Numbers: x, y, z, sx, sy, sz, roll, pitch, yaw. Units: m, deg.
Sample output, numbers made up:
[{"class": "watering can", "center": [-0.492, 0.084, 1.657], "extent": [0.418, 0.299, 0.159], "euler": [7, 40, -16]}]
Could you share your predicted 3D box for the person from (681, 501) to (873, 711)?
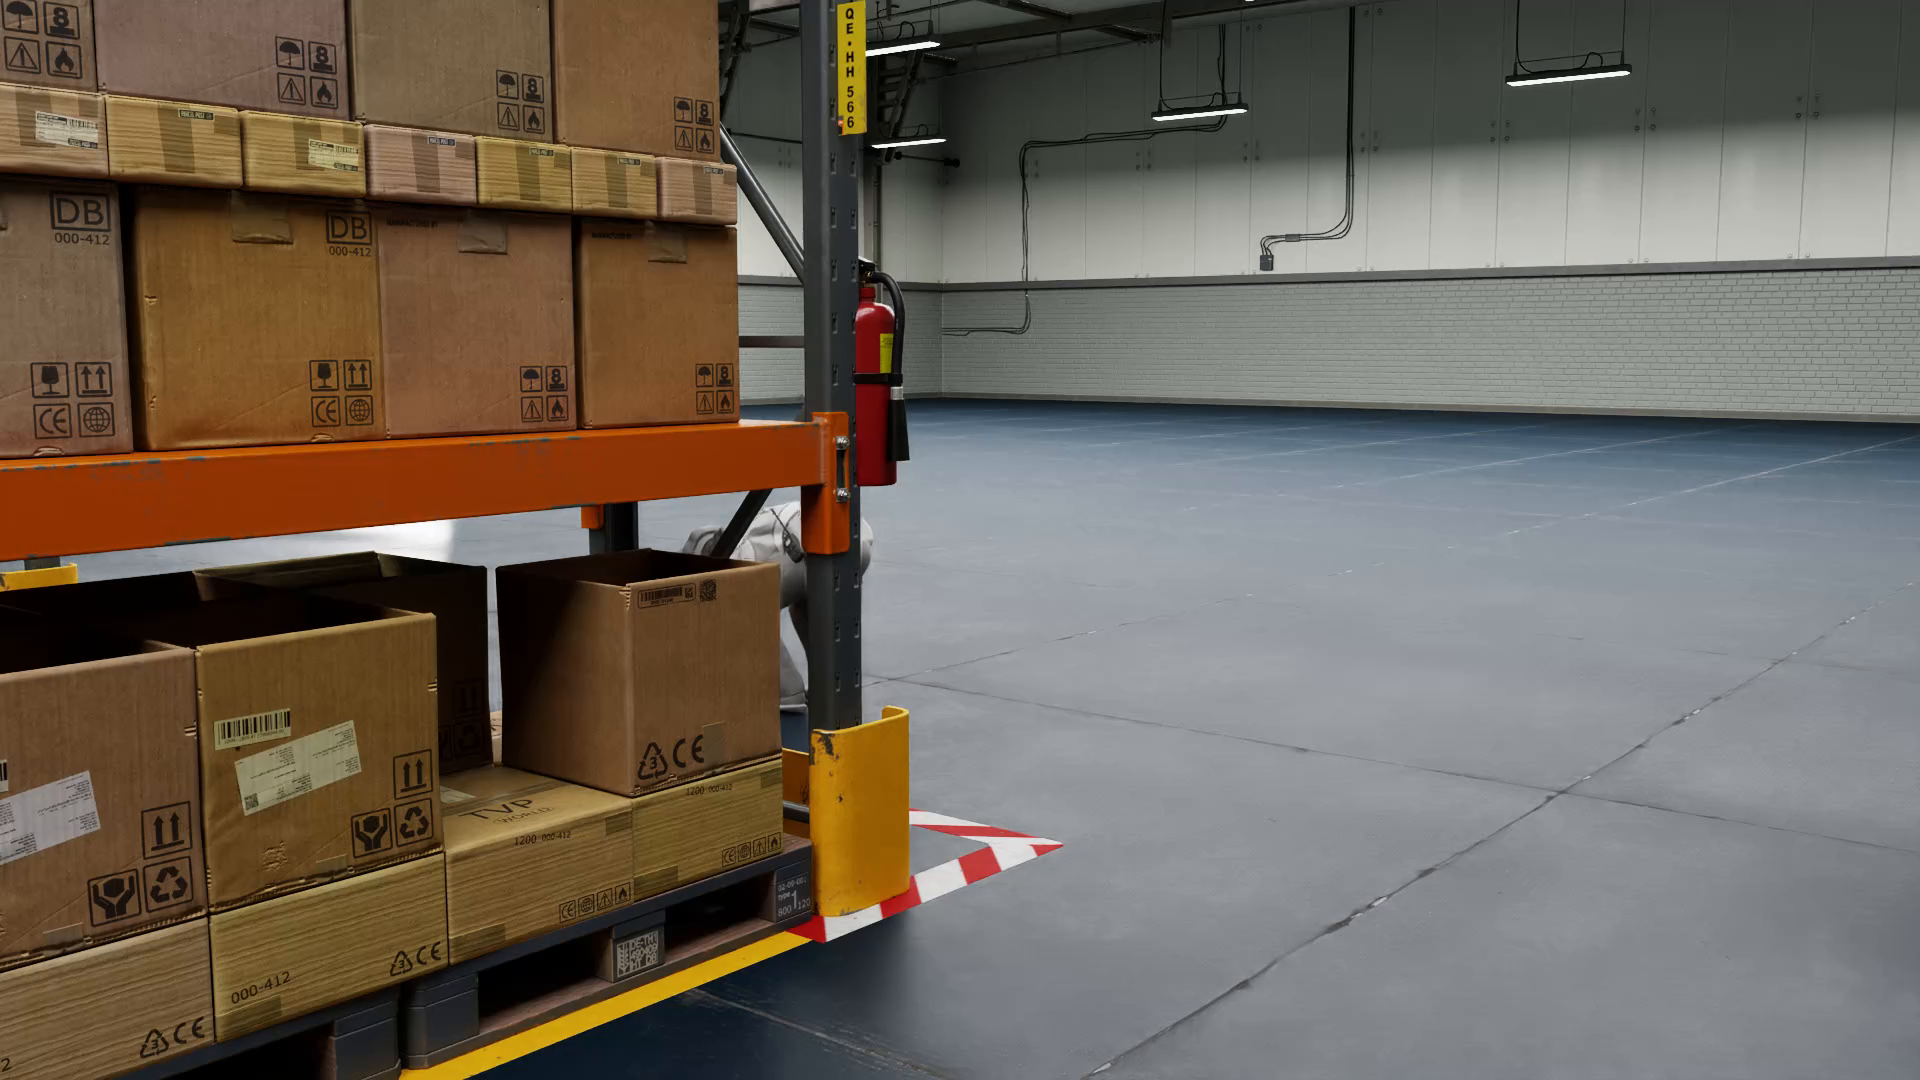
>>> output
[{"class": "person", "center": [-0.776, 0.258, 6.949], "extent": [0.905, 0.868, 0.456], "euler": [5, 8, 36]}]
